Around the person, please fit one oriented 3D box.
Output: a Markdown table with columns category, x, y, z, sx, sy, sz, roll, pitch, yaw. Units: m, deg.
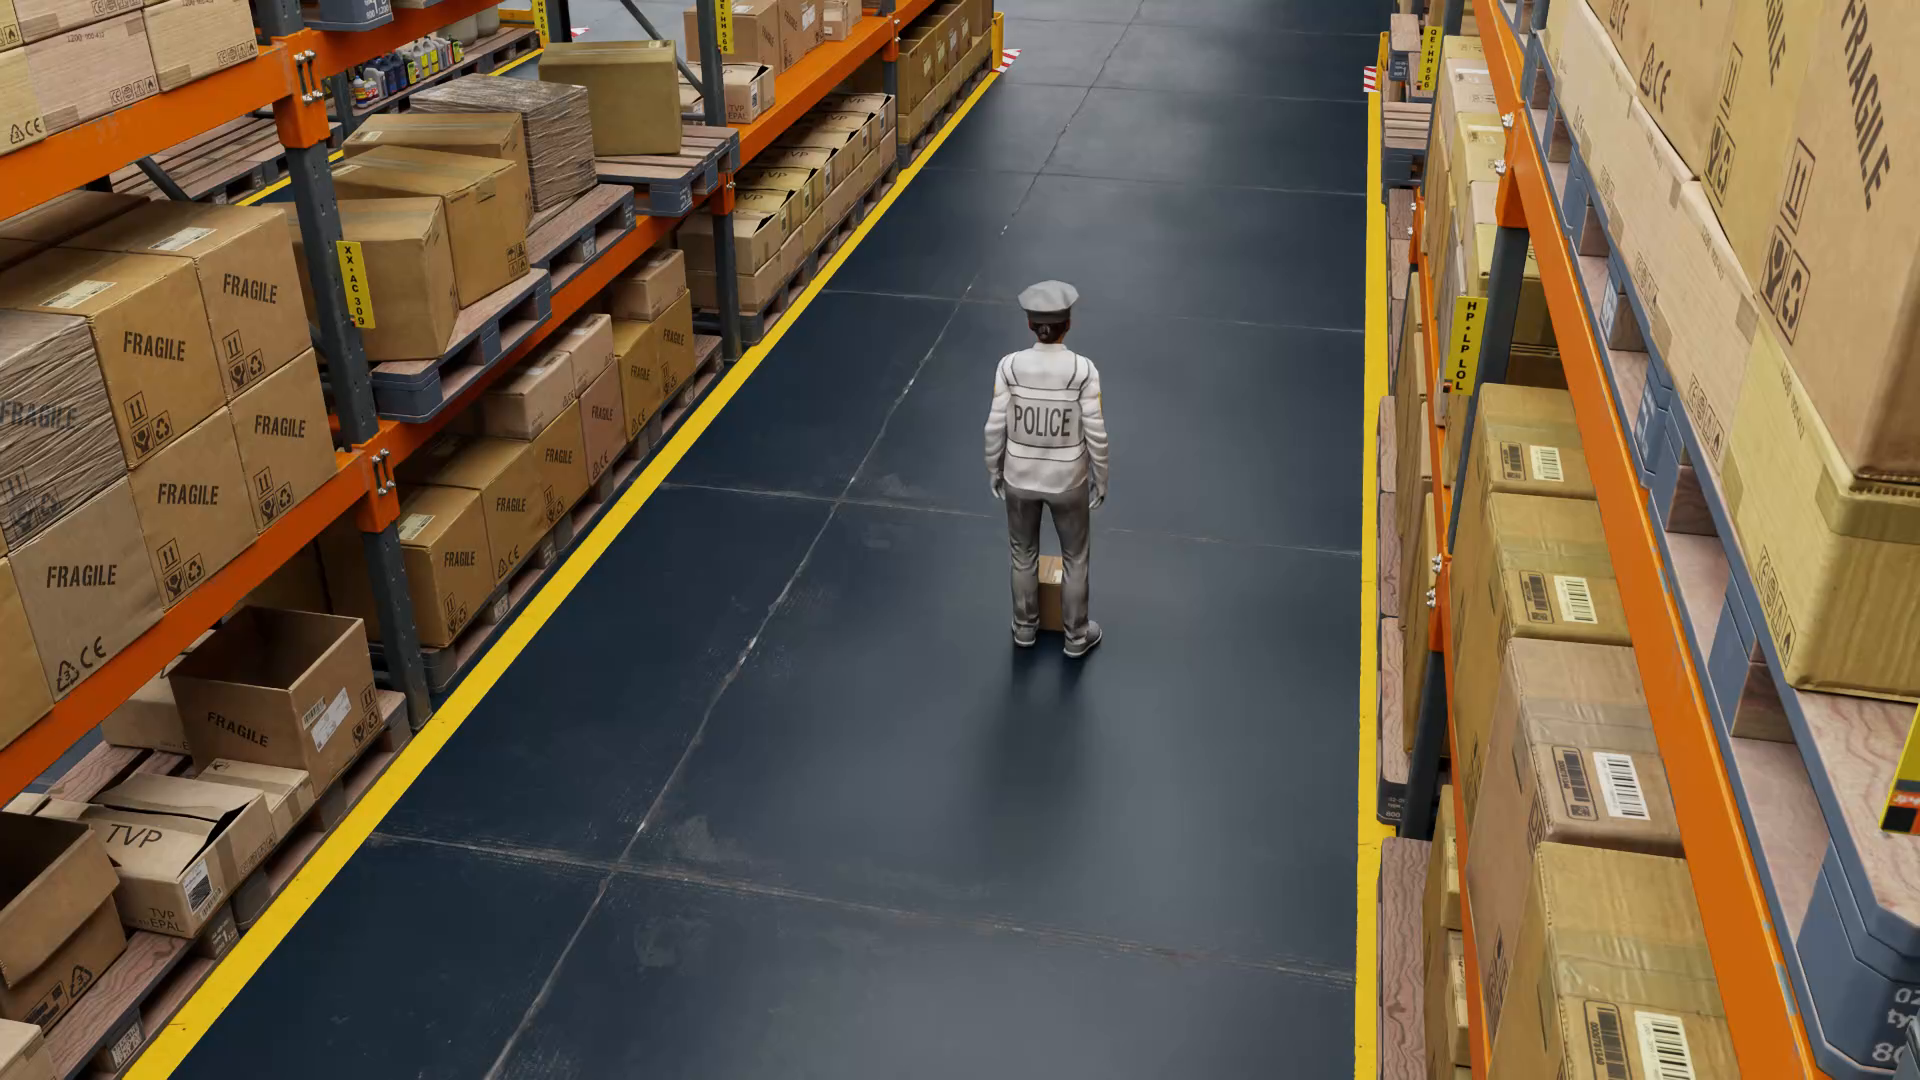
| category | x | y | z | sx | sy | sz | roll | pitch | yaw |
| --- | --- | --- | --- | --- | --- | --- | --- | --- | --- |
| person | 0.372 | -0.268 | 7.106 | 0.528 | 1.664 | 0.403 | 6 | 30 | 11 |
